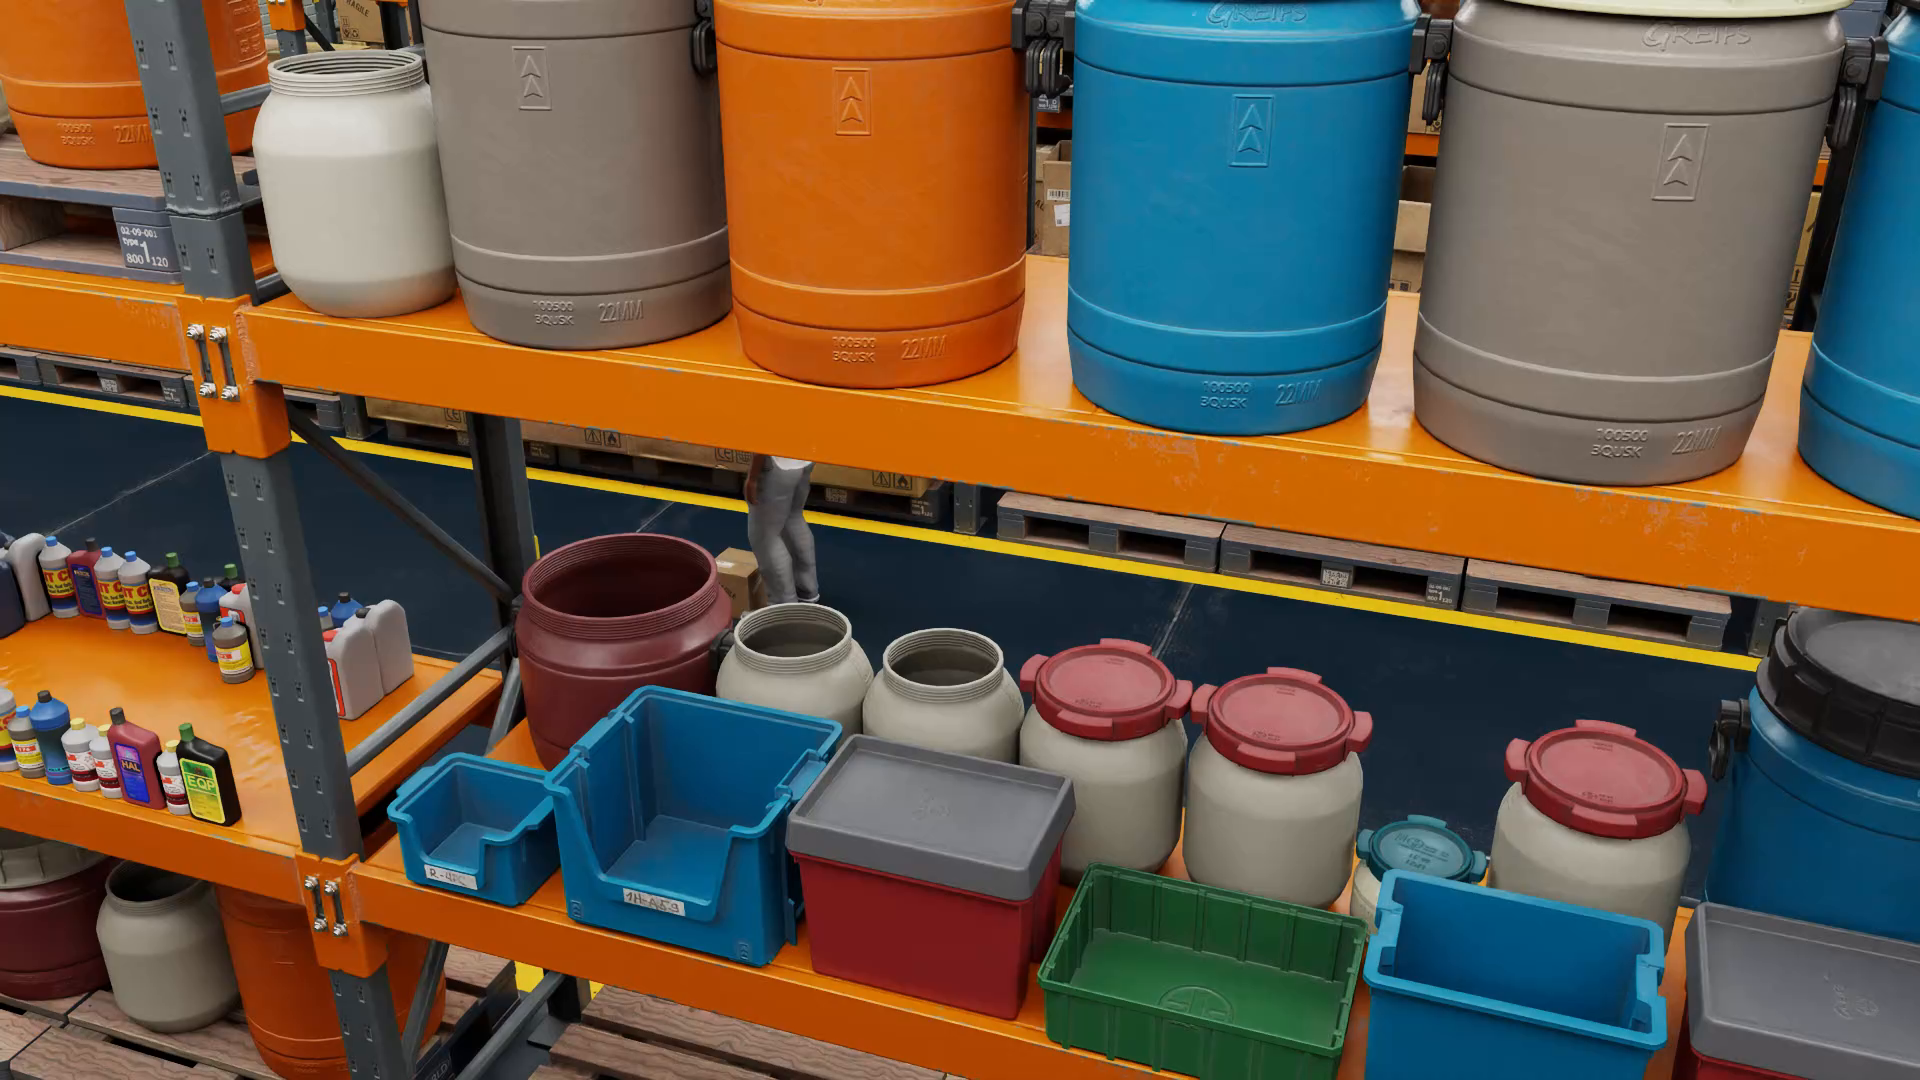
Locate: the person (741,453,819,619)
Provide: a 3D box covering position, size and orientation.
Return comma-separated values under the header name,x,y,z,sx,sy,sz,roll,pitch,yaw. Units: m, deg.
name,x,y,z,sx,sy,sz,roll,pitch,yaw
person,-0.874,-0.383,7.896,0.391,1.664,0.532,7,27,15
